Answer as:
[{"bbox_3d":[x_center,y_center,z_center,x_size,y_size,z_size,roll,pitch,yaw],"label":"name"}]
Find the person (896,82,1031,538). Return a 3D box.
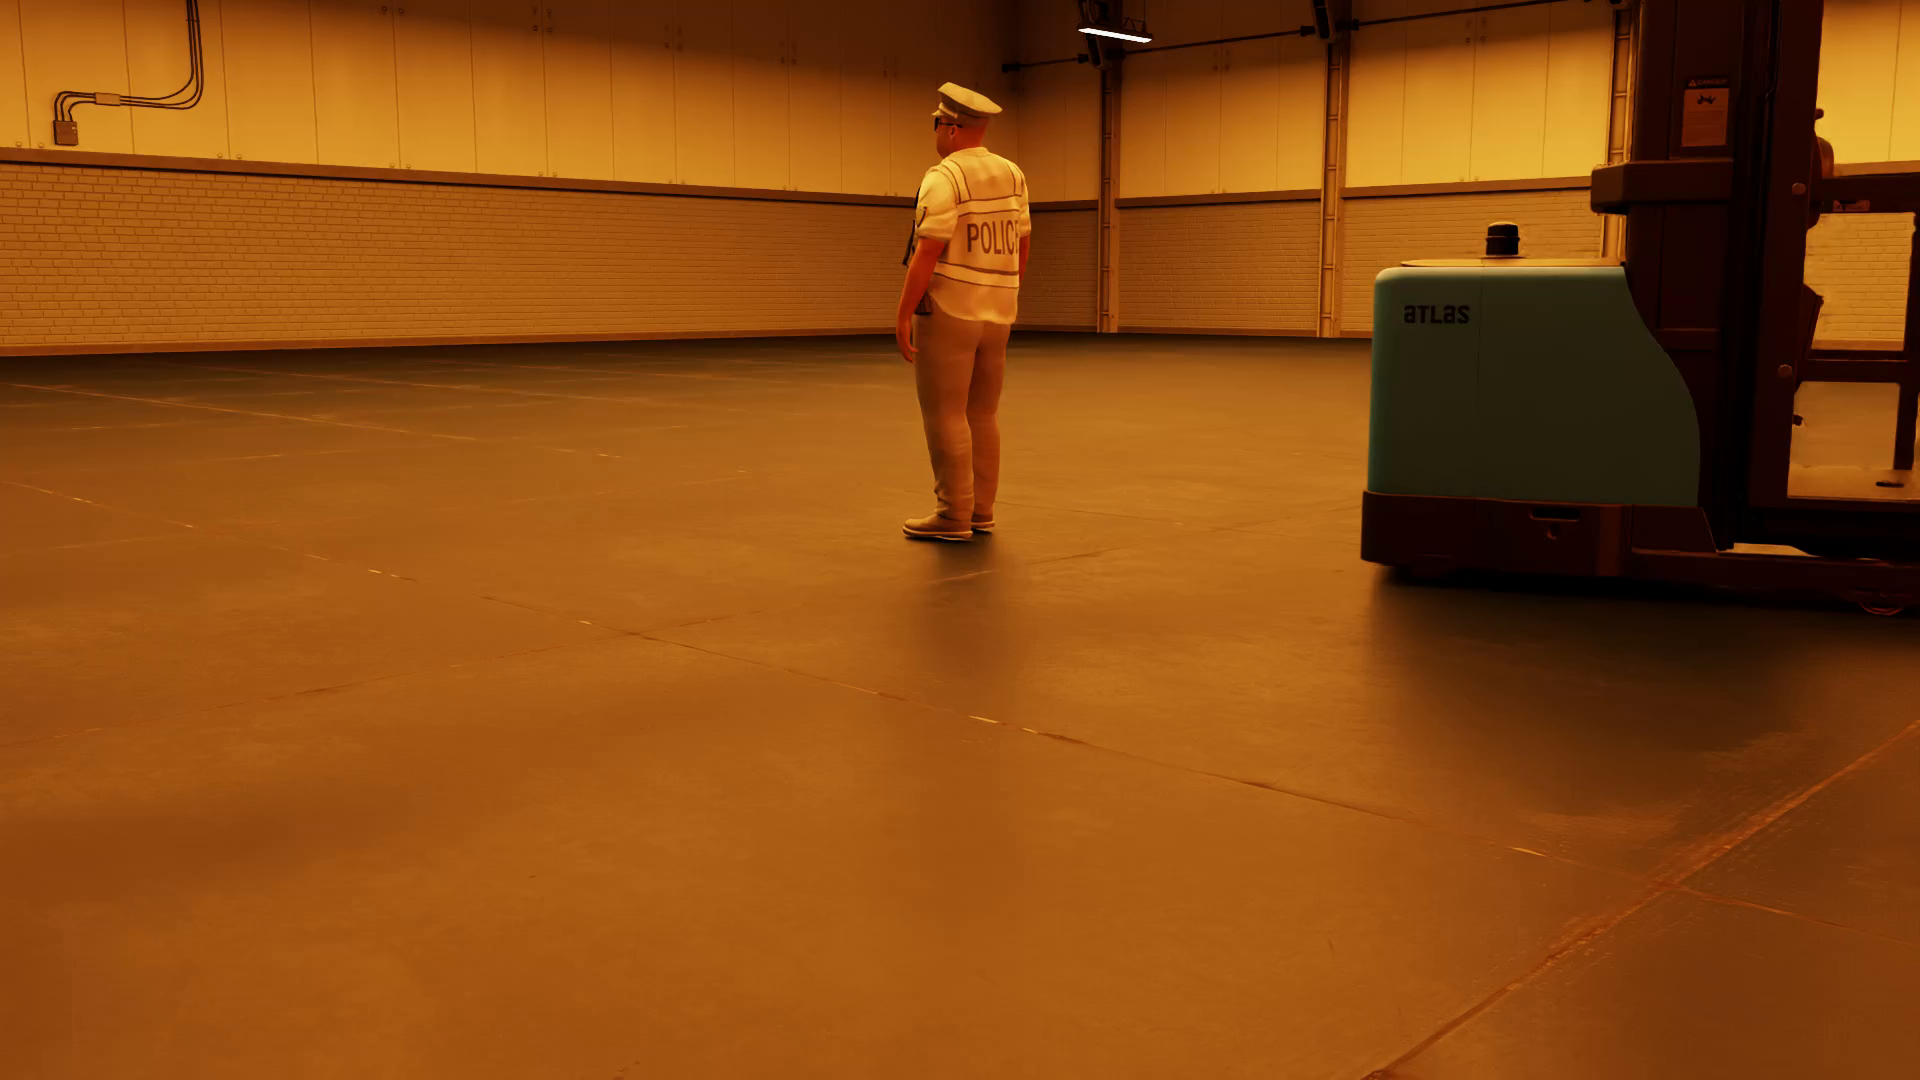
[{"bbox_3d":[-0.048,-0.897,6.645,0.574,1.779,0.641,8,12,43],"label":"person"}]

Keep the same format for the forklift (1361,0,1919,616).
[{"bbox_3d":[2.967,-1.293,5.460,3.031,2.935,1.130,3,9,21],"label":"forklift"}]
